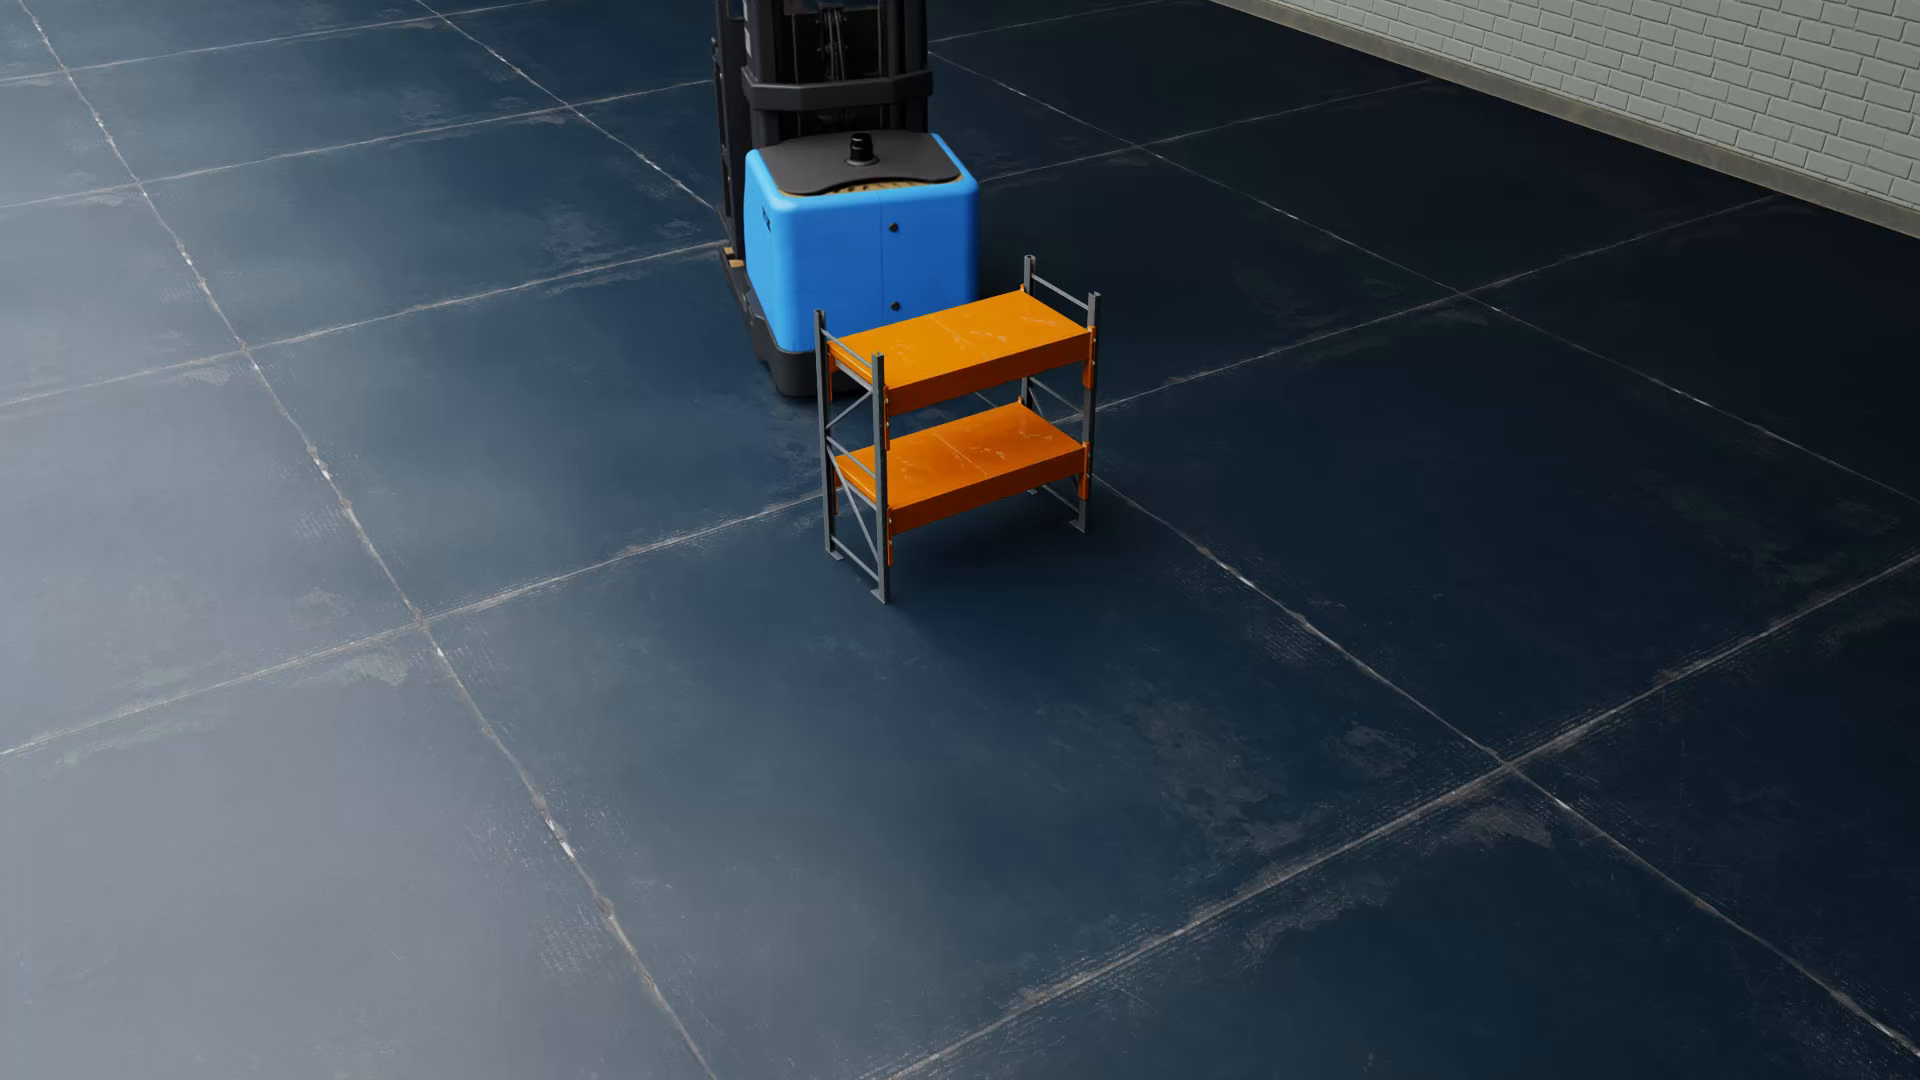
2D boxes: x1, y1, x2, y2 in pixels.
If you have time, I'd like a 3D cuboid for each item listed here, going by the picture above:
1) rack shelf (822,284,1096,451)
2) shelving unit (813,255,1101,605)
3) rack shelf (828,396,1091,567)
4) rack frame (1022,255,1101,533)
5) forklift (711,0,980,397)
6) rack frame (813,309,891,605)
[{"bbox_3d":[-0.006,-0.721,6.791,1.000,0.278,0.538,-19,37,-27],"label":"rack shelf"},{"bbox_3d":[-0.006,-0.474,6.947,1.048,1.125,0.538,-19,37,-27],"label":"shelving unit"},{"bbox_3d":[-0.006,-0.267,7.077,1.000,0.278,0.538,-19,37,-27],"label":"rack shelf"},{"bbox_3d":[0.422,-0.621,7.180,0.032,1.125,0.500,-19,37,-27],"label":"rack frame"},{"bbox_3d":[-0.777,-2.729,8.829,1.130,2.935,3.031,-8,33,-13],"label":"forklift"},{"bbox_3d":[-0.433,-0.327,6.714,0.032,1.125,0.500,-19,37,-27],"label":"rack frame"}]
